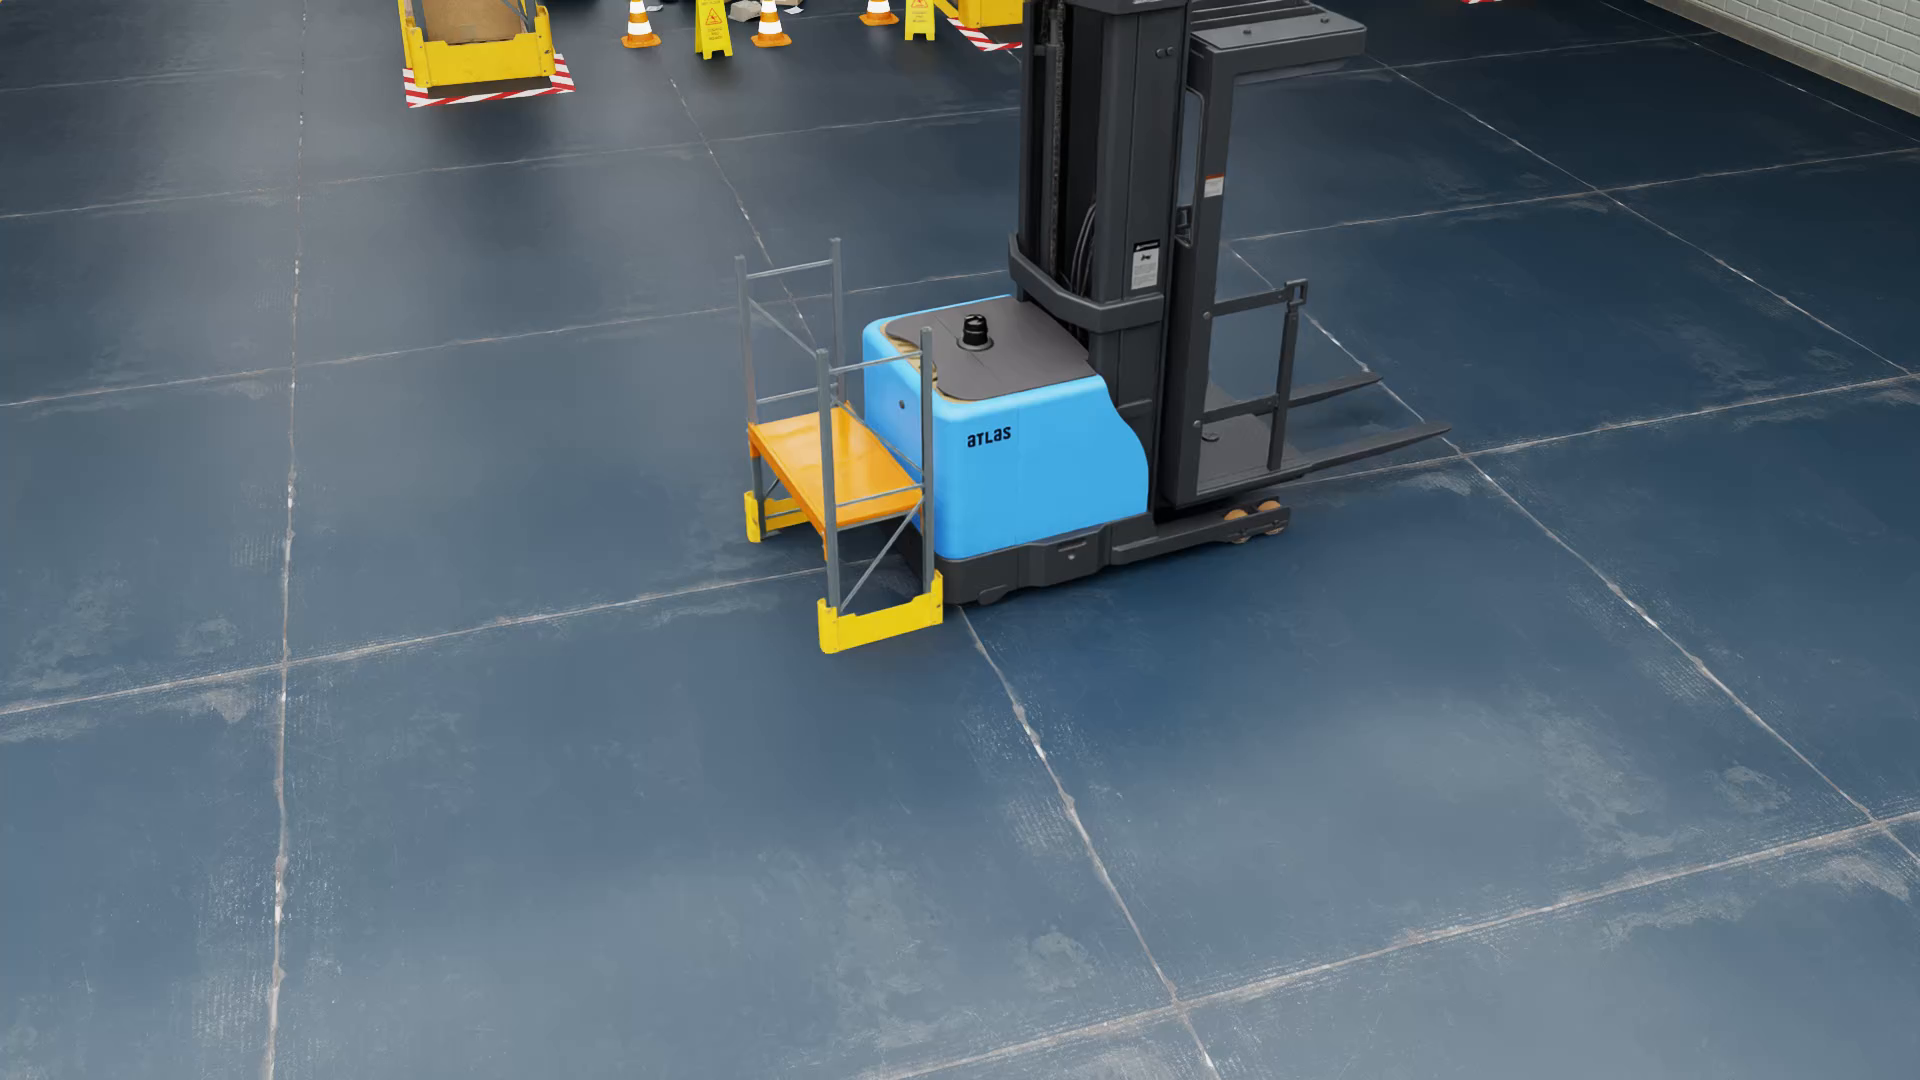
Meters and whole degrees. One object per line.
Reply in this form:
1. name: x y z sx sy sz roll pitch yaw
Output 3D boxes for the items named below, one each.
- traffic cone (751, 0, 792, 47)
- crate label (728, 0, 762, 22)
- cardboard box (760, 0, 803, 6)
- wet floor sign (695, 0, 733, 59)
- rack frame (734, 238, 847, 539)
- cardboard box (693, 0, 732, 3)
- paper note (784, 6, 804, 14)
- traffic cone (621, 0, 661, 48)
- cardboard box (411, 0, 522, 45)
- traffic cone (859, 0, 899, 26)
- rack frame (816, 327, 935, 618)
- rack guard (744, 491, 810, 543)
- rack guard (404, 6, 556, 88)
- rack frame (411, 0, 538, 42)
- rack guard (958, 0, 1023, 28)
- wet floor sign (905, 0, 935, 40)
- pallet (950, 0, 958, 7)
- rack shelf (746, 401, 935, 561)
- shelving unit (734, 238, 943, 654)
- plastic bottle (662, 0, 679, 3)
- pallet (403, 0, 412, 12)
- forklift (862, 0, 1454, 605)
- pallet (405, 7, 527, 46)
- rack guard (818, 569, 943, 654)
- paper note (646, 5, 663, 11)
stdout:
1. traffic cone: -1.714 -4.729 14.986 0.336 0.463 0.334 -10 35 -15
2. crate label: -2.013 -4.995 15.685 0.298 0.136 0.250 27 42 34
3. cardboard box: -1.725 -5.302 16.139 0.380 0.149 0.250 7 34 10
4. wet floor sign: -2.190 -4.593 14.616 0.267 0.644 0.232 -16 37 -23
5. rack frame: -0.780 -0.695 7.942 0.500 1.500 0.032 -15 36 -21
6. cardboard box: -2.348 -5.598 16.266 0.637 0.503 0.797 19 38 26
7. paper note: -1.585 -5.066 15.889 0.148 0.019 0.142 -23 40 -31
8. traffic cone: -2.894 -4.717 14.969 0.336 0.463 0.334 -10 35 -15
9. cardboard box: -4.354 -4.892 14.478 0.875 0.875 0.875 -10 35 -14
10. traffic cone: -0.761 -5.094 15.539 0.336 0.463 0.334 -10 35 -15
11. rack frame: -0.348 -0.188 7.174 0.500 1.500 0.032 -15 36 -21
12. rack guard: -0.779 -0.173 8.285 0.587 0.250 0.087 -15 36 -21
13. rack guard: -4.077 -4.202 14.156 1.175 0.500 0.348 -10 35 -15
14. rack frame: -4.085 -5.258 13.486 1.000 3.000 0.127 -10 35 -15
15. rack guard: 0.576 -5.140 15.576 1.175 0.500 0.348 -10 35 -15
16. wet floor sign: -0.362 -4.881 15.052 0.267 0.644 0.232 1 33 2
17. pallet: 0.361 -5.452 16.310 1.003 0.211 1.213 -10 35 -15
18. rack shelf: -0.564 -0.292 7.657 0.538 0.185 1.000 -15 36 -21
19. shelving unit: -0.567 -0.446 7.565 0.587 1.500 1.083 -15 36 -21
20. plastic bottle: -2.871 -5.308 16.227 0.133 0.061 0.283 -23 40 -31
21. pallet: -4.771 -5.141 15.838 1.003 0.211 1.213 -10 35 -15
22. forklift: 1.086 -1.456 7.795 3.031 2.935 1.130 -14 36 -20
23. pallet: -4.403 -4.501 14.870 1.003 0.211 1.213 -10 35 -15
24. rack guard: -0.356 0.324 7.533 0.587 0.250 0.087 -15 36 -21
25. paper note: -2.933 -5.105 15.950 0.144 0.017 0.142 1 33 2
